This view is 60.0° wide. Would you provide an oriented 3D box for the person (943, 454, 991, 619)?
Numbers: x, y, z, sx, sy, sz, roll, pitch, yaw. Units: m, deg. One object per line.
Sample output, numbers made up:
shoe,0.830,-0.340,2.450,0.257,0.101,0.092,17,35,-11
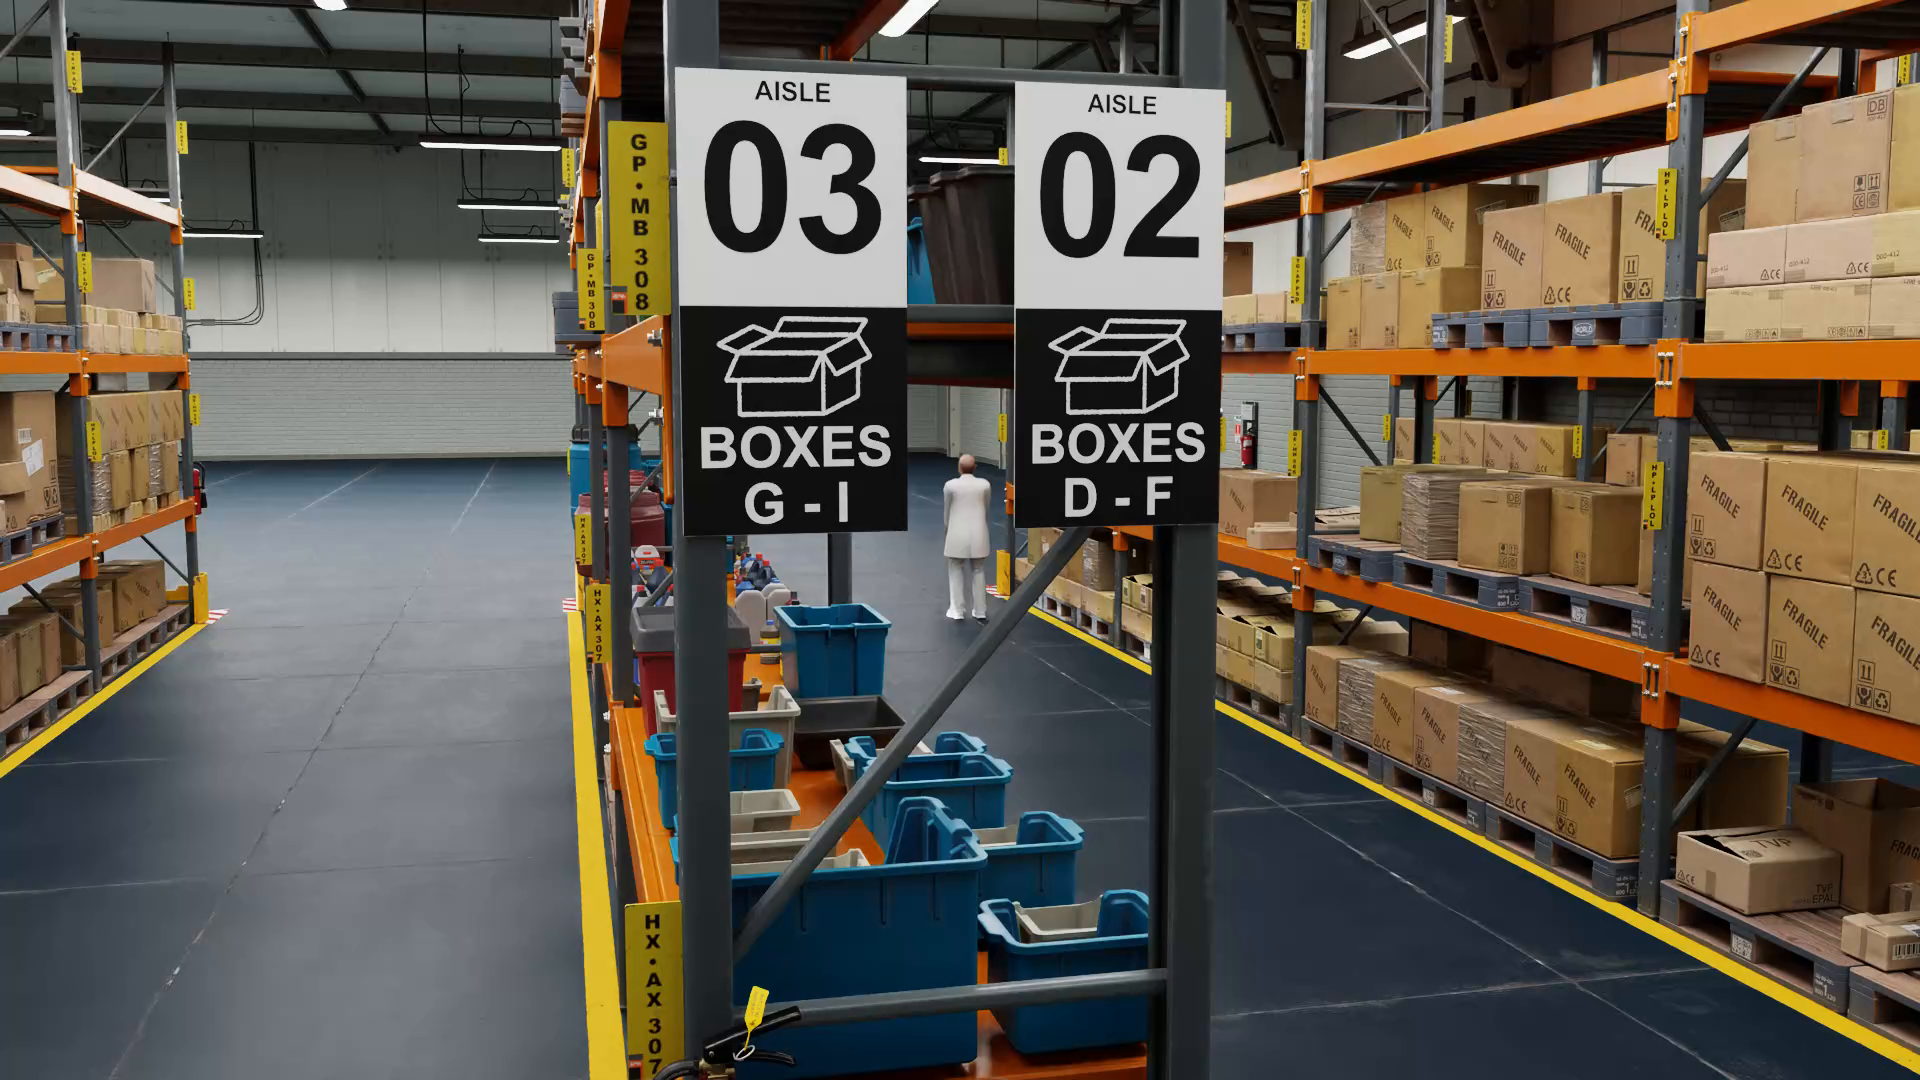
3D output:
person,0.052,-0.051,17.897,0.530,1.770,0.563,-1,6,-13
